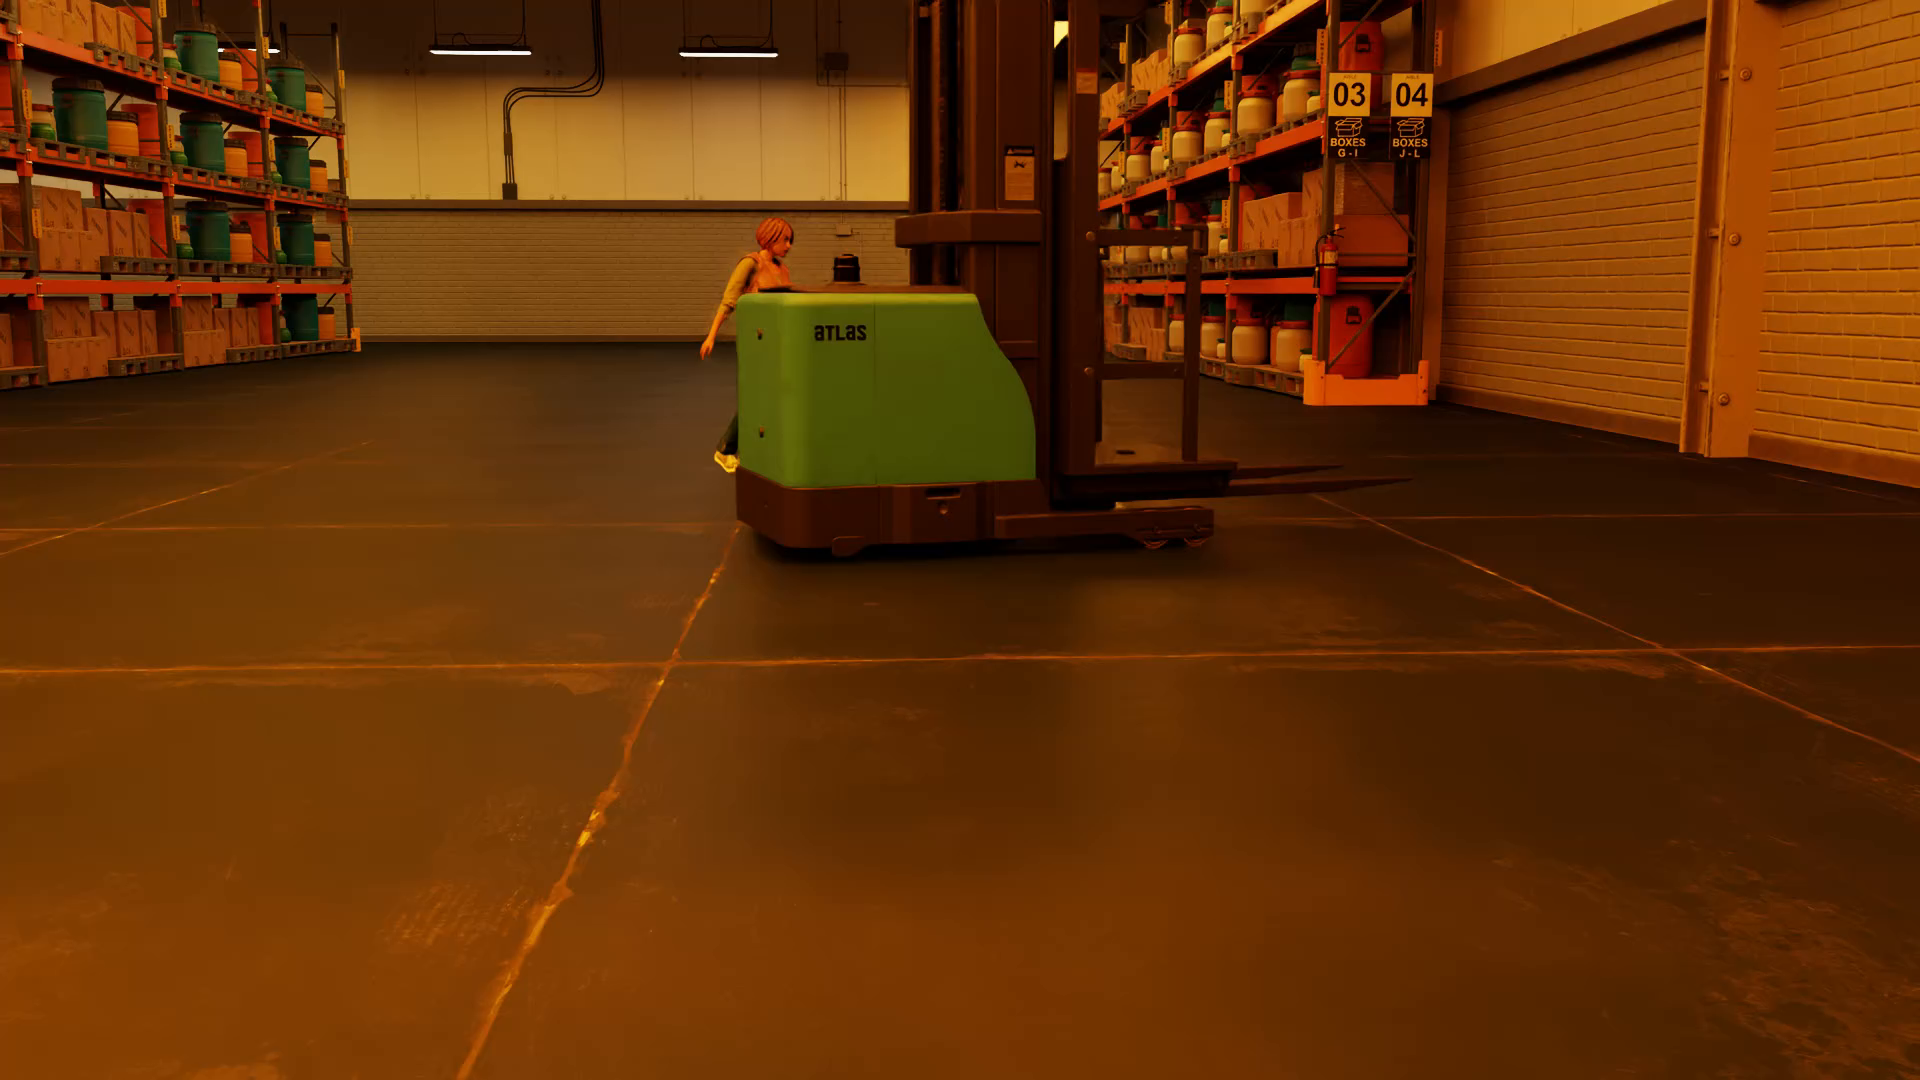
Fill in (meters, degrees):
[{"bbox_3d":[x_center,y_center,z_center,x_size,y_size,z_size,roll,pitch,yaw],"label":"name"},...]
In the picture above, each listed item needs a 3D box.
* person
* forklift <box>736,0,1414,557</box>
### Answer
[{"bbox_3d":[-1.227,-1.155,9.936,0.437,1.524,0.744,8,11,42],"label":"person"},{"bbox_3d":[0.571,-1.488,7.350,3.031,2.935,1.130,-3,9,-19],"label":"forklift"}]
